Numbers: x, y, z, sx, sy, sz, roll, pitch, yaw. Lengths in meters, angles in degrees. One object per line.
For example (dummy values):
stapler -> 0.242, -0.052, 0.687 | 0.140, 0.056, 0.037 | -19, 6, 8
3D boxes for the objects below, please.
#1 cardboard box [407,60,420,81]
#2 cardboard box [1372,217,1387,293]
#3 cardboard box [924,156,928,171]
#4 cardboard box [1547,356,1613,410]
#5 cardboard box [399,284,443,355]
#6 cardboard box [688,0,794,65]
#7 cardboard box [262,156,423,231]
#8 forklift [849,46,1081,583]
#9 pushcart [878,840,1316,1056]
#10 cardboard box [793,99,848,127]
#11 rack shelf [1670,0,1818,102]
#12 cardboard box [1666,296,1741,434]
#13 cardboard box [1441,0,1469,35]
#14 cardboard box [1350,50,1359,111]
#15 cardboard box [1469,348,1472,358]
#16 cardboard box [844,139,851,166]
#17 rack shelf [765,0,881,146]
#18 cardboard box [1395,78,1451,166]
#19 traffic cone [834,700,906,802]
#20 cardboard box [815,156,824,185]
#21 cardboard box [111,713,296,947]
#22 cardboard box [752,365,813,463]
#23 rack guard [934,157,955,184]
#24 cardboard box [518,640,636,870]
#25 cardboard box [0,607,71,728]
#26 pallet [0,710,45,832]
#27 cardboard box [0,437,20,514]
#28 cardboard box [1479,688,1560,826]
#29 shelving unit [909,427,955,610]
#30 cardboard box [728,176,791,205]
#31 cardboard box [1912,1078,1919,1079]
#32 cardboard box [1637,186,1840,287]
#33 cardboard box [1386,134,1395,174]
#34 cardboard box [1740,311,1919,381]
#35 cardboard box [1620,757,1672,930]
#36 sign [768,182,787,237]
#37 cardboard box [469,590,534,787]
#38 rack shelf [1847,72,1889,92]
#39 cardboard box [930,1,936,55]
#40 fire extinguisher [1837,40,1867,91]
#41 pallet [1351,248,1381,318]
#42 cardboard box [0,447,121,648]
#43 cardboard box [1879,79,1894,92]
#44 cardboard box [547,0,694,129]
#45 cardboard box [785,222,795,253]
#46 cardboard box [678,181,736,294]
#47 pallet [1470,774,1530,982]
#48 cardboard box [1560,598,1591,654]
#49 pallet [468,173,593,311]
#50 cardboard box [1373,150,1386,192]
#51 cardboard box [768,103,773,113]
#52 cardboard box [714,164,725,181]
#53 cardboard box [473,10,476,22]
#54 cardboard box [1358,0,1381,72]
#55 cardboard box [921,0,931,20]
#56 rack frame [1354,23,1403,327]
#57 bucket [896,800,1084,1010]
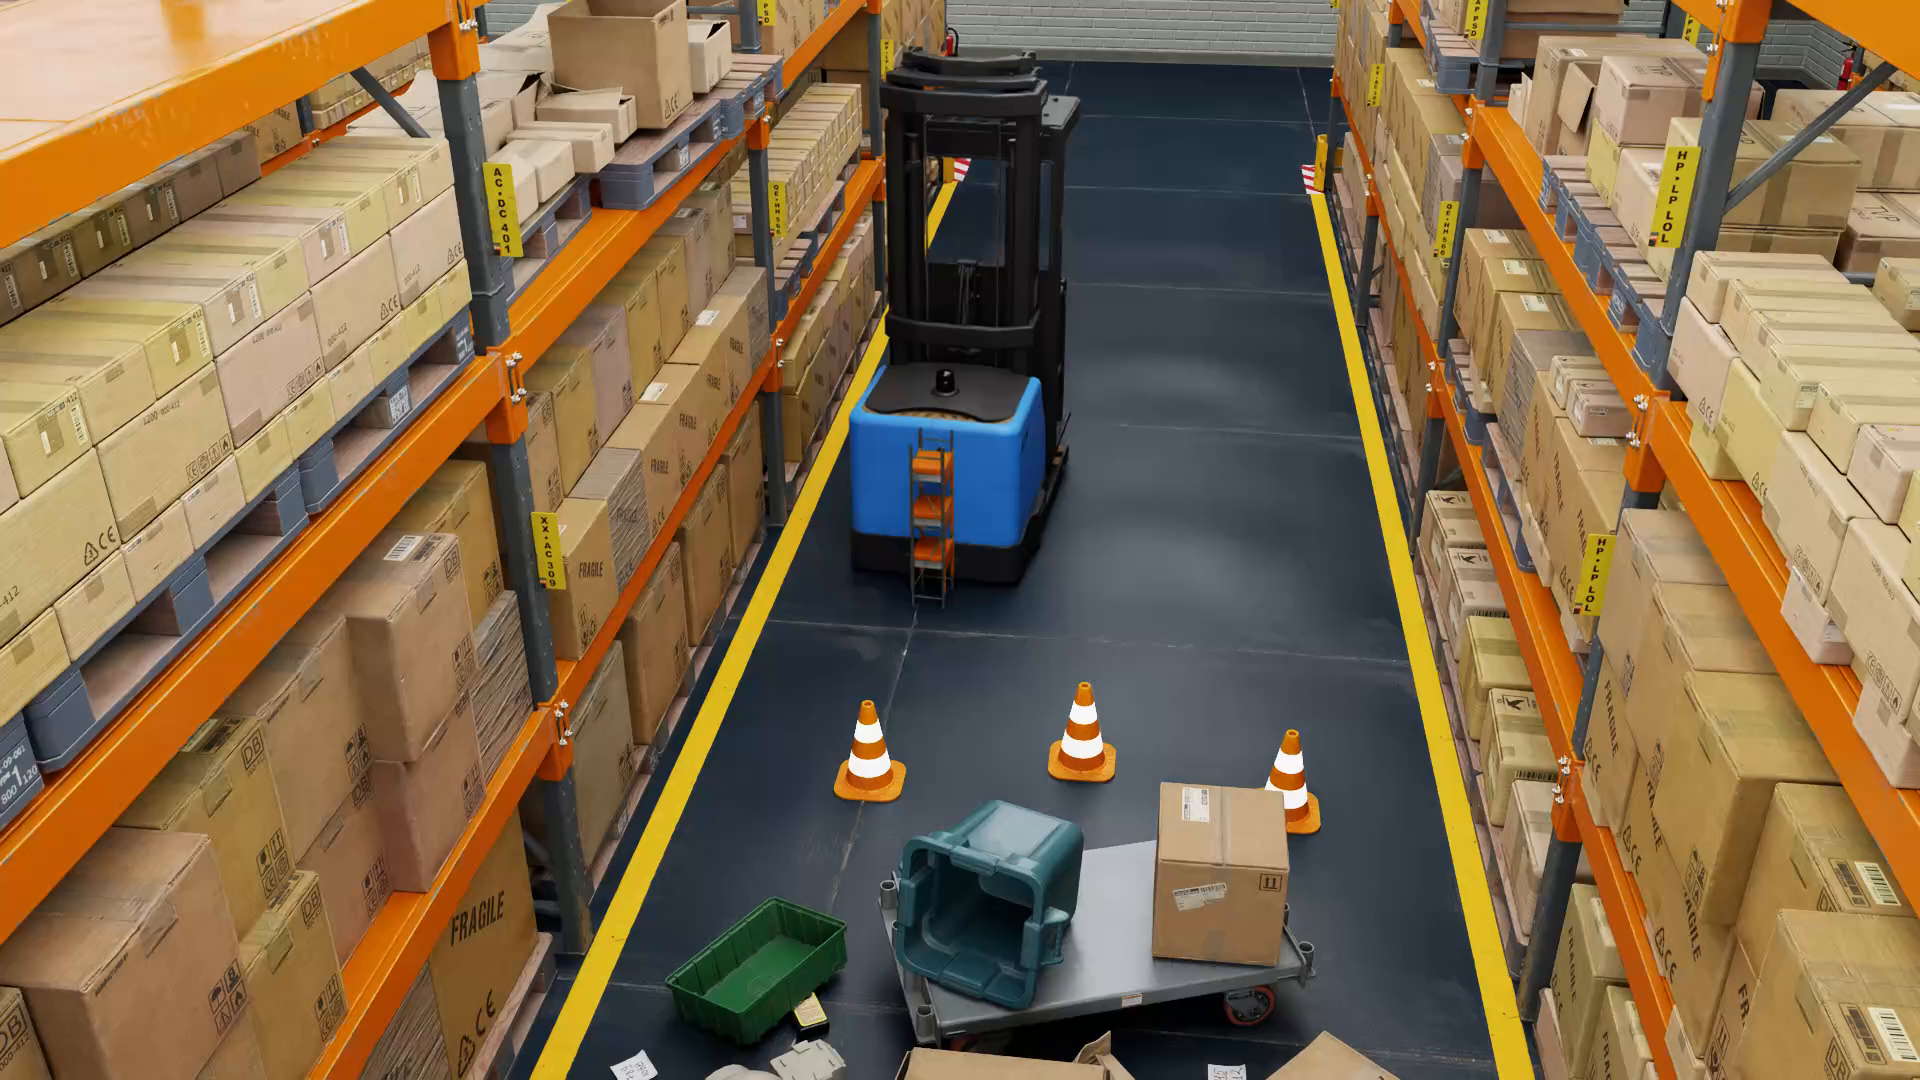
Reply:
cardboard box -> -5.455, -4.541, 16.073 | 0.380, 0.149, 0.250 | 4, 29, 7
cardboard box -> 3.978, -2.445, 14.177 | 0.875, 0.438, 0.875 | 3, 28, 5
cardboard box -> -0.520, -3.658, 16.104 | 0.380, 0.149, 0.250 | 4, 29, 8
cardboard box -> 2.729, -0.665, 7.067 | 0.380, 0.149, 0.250 | 2, 28, 4
cardboard box -> -1.869, -0.703, 5.239 | 0.380, 0.149, 0.250 | 4, 29, 7
cardboard box -> -1.287, -3.074, 9.817 | 0.500, 0.500, 0.500 | 3, 28, 6
cardboard box -> -1.870, -1.053, 5.048 | 0.380, 0.149, 0.250 | 3, 28, 6
forklift -> 0.139, -1.715, 10.635 | 1.130, 2.935, 3.031 | 6, 29, 10
pushcart -> 0.545, 1.712, 6.966 | 1.648, 0.377, 0.936 | -6, 29, -11
cardboard box -> -1.052, -3.227, 12.564 | 0.380, 0.149, 0.250 | 2, 28, 5
rack shelf -> 3.059, -2.423, 6.732 | 1.077, 0.370, 4.000 | 3, 28, 6
cardboard box -> 2.489, -0.527, 5.040 | 0.500, 0.250, 0.500 | 3, 28, 5
cardboard box -> 3.237, -3.243, 9.687 | 0.700, 0.500, 0.500 | 2, 28, 4
cardboard box -> 3.782, -4.102, 14.887 | 0.500, 0.500, 0.500 | 4, 29, 8
cardboard box -> 3.012, -1.017, 9.089 | 0.380, 0.149, 0.250 | 2, 28, 3
cardboard box -> -1.046, -2.975, 12.724 | 0.380, 0.149, 0.250 | 3, 28, 6
rack shelf -> -1.376, -3.401, 11.289 | 1.077, 0.370, 4.000 | 3, 28, 6
cardboard box -> 3.357, -2.916, 11.632 | 0.500, 0.500, 0.500 | 3, 28, 5
traffic cone -> -0.448, 1.000, 8.198 | 0.336, 0.463, 0.334 | 3, 28, 6
cardboard box -> -1.177, -2.611, 11.734 | 0.380, 0.149, 0.250 | 4, 29, 8
cardboard box -> -2.402, 0.819, 4.563 | 0.875, 0.550, 0.500 | 3, 28, 6
cardboard box -> -1.281, -0.859, 11.166 | 0.500, 0.500, 0.500 | 2, 28, 4
rack guard -> -0.650, -4.086, 17.599 | 1.175, 0.500, 0.348 | 3, 28, 6
cardboard box -> -2.124, 0.935, 7.573 | 1.050, 0.750, 0.750 | 3, 28, 6
cardboard box -> -2.117, 0.253, 3.465 | 0.380, 0.149, 0.250 | 3, 29, 6
pallet -> -2.520, 0.678, 3.051 | 1.003, 0.211, 1.213 | 3, 28, 6
cardboard box -> -2.119, -0.097, 3.274 | 0.380, 0.149, 0.250 | 3, 28, 5
cardboard box -> 2.961, 1.053, 7.752 | 0.950, 0.372, 0.625 | 5, 29, 9
shelving unit -> -0.162, -0.118, 9.655 | 0.215, 1.050, 0.252 | 6, 29, 10
cardboard box -> -1.307, -2.240, 10.733 | 0.380, 0.149, 0.250 | 3, 28, 6
cardboard box -> 2.240, 1.444, 3.227 | 0.700, 0.500, 0.500 | 4, 29, 7
cardboard box -> 2.742, -1.056, 5.892 | 0.500, 0.250, 0.500 | 3, 28, 5
cardboard box -> 3.425, -2.815, 12.236 | 0.500, 0.250, 0.500 | 4, 29, 7
cardboard box -> 2.408, -0.517, 4.601 | 0.380, 0.149, 0.250 | 2, 28, 5
cardboard box -> 2.445, 0.920, 5.252 | 0.500, 0.500, 0.500 | 3, 28, 6
sign -> -1.069, -1.935, 9.751 | 0.100, 0.325, 0.005 | 3, 28, 6
cardboard box -> -2.144, 0.535, 6.228 | 0.875, 0.550, 0.550 | 3, 28, 6
rack shelf -> 8.966, -3.437, 14.518 | 1.077, 0.370, 4.000 | 3, 28, 6
cardboard box -> -0.508, -4.928, 16.108 | 0.500, 0.500, 0.500 | 3, 28, 5
fire extinguisher -> 8.771, -4.593, 16.380 | 0.296, 0.674, 0.183 | 3, 28, 6
pallet -> 3.965, -2.225, 14.449 | 1.003, 0.211, 1.213 | 3, 28, 6
cardboard box -> -2.165, 0.006, 3.501 | 0.500, 0.250, 0.500 | 3, 28, 6
cardboard box -> 8.914, -4.323, 15.669 | 0.380, 0.149, 0.250 | 4, 29, 7
cardboard box -> -1.556, -2.215, 7.675 | 0.500, 0.500, 0.500 | 3, 28, 6
cardboard box -> -1.300, -1.983, 10.882 | 0.380, 0.149, 0.250 | 5, 29, 9
cardboard box -> -1.686, -1.730, 9.430 | 0.700, 0.500, 0.500 | 3, 28, 6
pallet -> 2.908, 1.528, 7.483 | 1.003, 0.211, 1.213 | 3, 28, 6
cardboard box -> 2.603, 0.334, 6.581 | 0.380, 0.149, 0.250 | 4, 29, 7
pallet -> -2.047, -1.244, 6.728 | 0.805, 0.209, 1.217 | 2, 28, 4
cardboard box -> 3.479, -2.841, 12.811 | 0.500, 0.250, 0.500 | 3, 28, 5
cardboard box -> -1.663, -3.385, 12.857 | 0.380, 0.149, 0.250 | 4, 29, 8
cardboard box -> -1.856, -2.528, 11.580 | 0.380, 0.149, 0.250 | 4, 29, 7
cardboard box -> -5.347, -5.379, 17.209 | 0.500, 0.250, 0.500 | 3, 28, 5
cardboard box -> 3.702, -4.300, 14.201 | 0.500, 0.500, 0.500 | 4, 29, 7
cardboard box -> -0.566, -5.123, 15.416 | 0.500, 0.500, 0.500 | 5, 29, 9
rack frame -> 3.795, -3.099, 13.132 | 1.000, 3.000, 0.127 | 3, 28, 6
bucket -> 0.161, 1.397, 6.636 | 0.726, 0.611, 0.620 | 14, 21, 24
